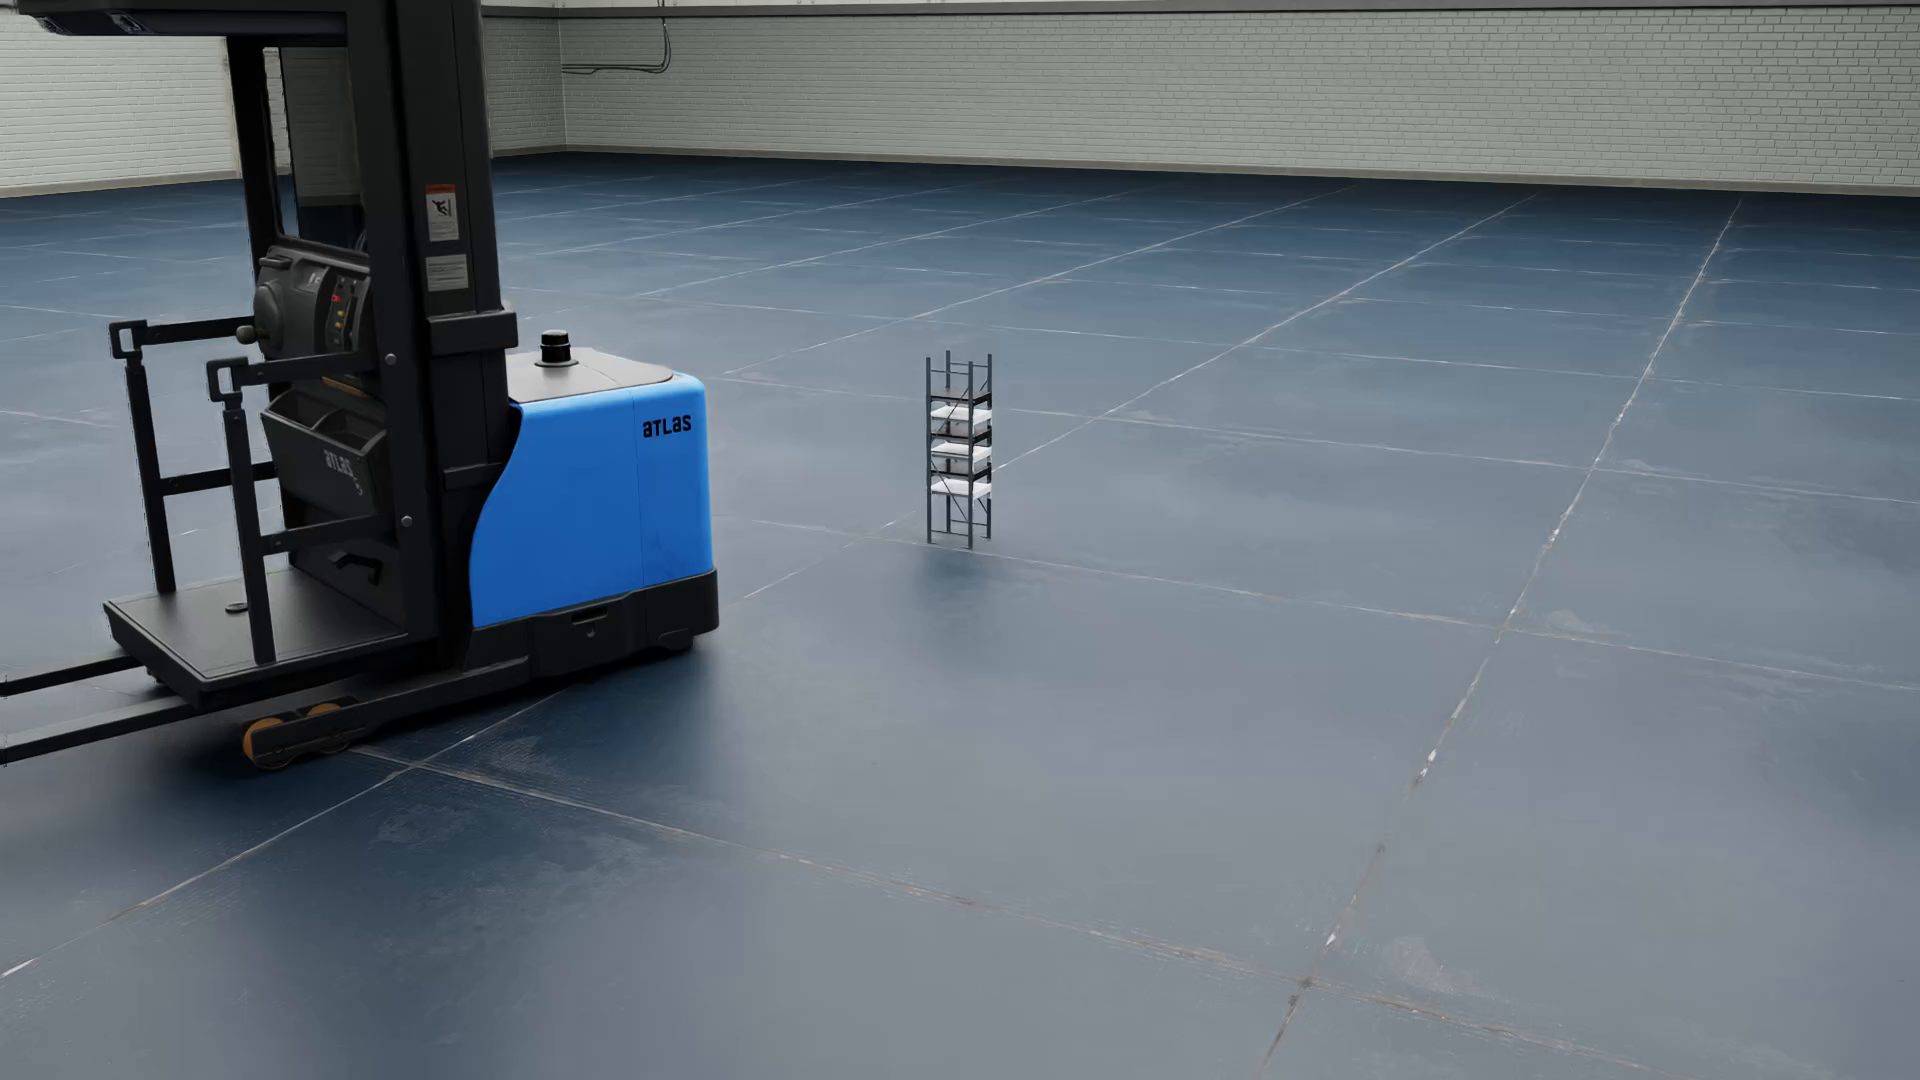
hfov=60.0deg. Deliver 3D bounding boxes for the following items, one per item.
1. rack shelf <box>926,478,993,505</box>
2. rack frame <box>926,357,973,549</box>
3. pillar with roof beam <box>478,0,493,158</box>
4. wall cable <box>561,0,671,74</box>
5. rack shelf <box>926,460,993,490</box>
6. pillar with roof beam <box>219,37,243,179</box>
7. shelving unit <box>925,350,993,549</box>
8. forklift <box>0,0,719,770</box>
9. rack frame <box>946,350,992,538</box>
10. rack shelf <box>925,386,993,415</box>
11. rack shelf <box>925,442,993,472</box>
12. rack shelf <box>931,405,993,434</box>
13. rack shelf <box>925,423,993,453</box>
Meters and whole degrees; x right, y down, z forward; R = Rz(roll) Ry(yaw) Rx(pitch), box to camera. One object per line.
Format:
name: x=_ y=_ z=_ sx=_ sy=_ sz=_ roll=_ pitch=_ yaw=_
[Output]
rack shelf: x=-0.004 y=-0.225 z=7.950 sx=0.258 sy=0.077 sz=0.200 roll=8 pitch=18 yaw=25
rack frame: x=-0.049 y=-0.403 z=7.802 sx=0.240 sy=0.900 sz=0.006 roll=8 pitch=18 yaw=25
pillar with roof beam: x=-6.298 y=-11.844 z=32.095 sx=9.100 sy=9.000 sz=0.400 roll=8 pitch=18 yaw=25
wall cable: x=-7.650 y=-11.485 z=36.341 sx=3.097 sy=2.526 sz=0.112 roll=8 pitch=18 yaw=25
rack shelf: x=-0.004 y=-0.311 z=7.924 sx=0.258 sy=0.077 sz=0.200 roll=8 pitch=18 yaw=25
pillar with roof beam: x=-8.979 y=-10.315 z=26.950 sx=9.100 sy=9.000 sz=0.400 roll=8 pitch=18 yaw=25
shelving unit: x=-0.004 y=-0.429 z=7.889 sx=0.258 sy=0.900 sz=0.210 roll=8 pitch=18 yaw=25
forklift: x=-2.395 y=-0.816 z=5.625 sx=3.031 sy=2.935 sz=1.130 roll=-14 pitch=22 yaw=-40
rack frame: x=0.042 y=-0.455 z=7.976 sx=0.240 sy=0.900 sz=0.006 roll=8 pitch=18 yaw=25
rack shelf: x=-0.004 y=-0.656 z=7.822 sx=0.258 sy=0.077 sz=0.200 roll=8 pitch=18 yaw=25
rack shelf: x=-0.004 y=-0.397 z=7.899 sx=0.258 sy=0.077 sz=0.200 roll=8 pitch=18 yaw=25
rack shelf: x=-0.004 y=-0.570 z=7.848 sx=0.258 sy=0.077 sz=0.200 roll=8 pitch=18 yaw=25
rack shelf: x=-0.004 y=-0.484 z=7.873 sx=0.258 sy=0.077 sz=0.200 roll=8 pitch=18 yaw=25
